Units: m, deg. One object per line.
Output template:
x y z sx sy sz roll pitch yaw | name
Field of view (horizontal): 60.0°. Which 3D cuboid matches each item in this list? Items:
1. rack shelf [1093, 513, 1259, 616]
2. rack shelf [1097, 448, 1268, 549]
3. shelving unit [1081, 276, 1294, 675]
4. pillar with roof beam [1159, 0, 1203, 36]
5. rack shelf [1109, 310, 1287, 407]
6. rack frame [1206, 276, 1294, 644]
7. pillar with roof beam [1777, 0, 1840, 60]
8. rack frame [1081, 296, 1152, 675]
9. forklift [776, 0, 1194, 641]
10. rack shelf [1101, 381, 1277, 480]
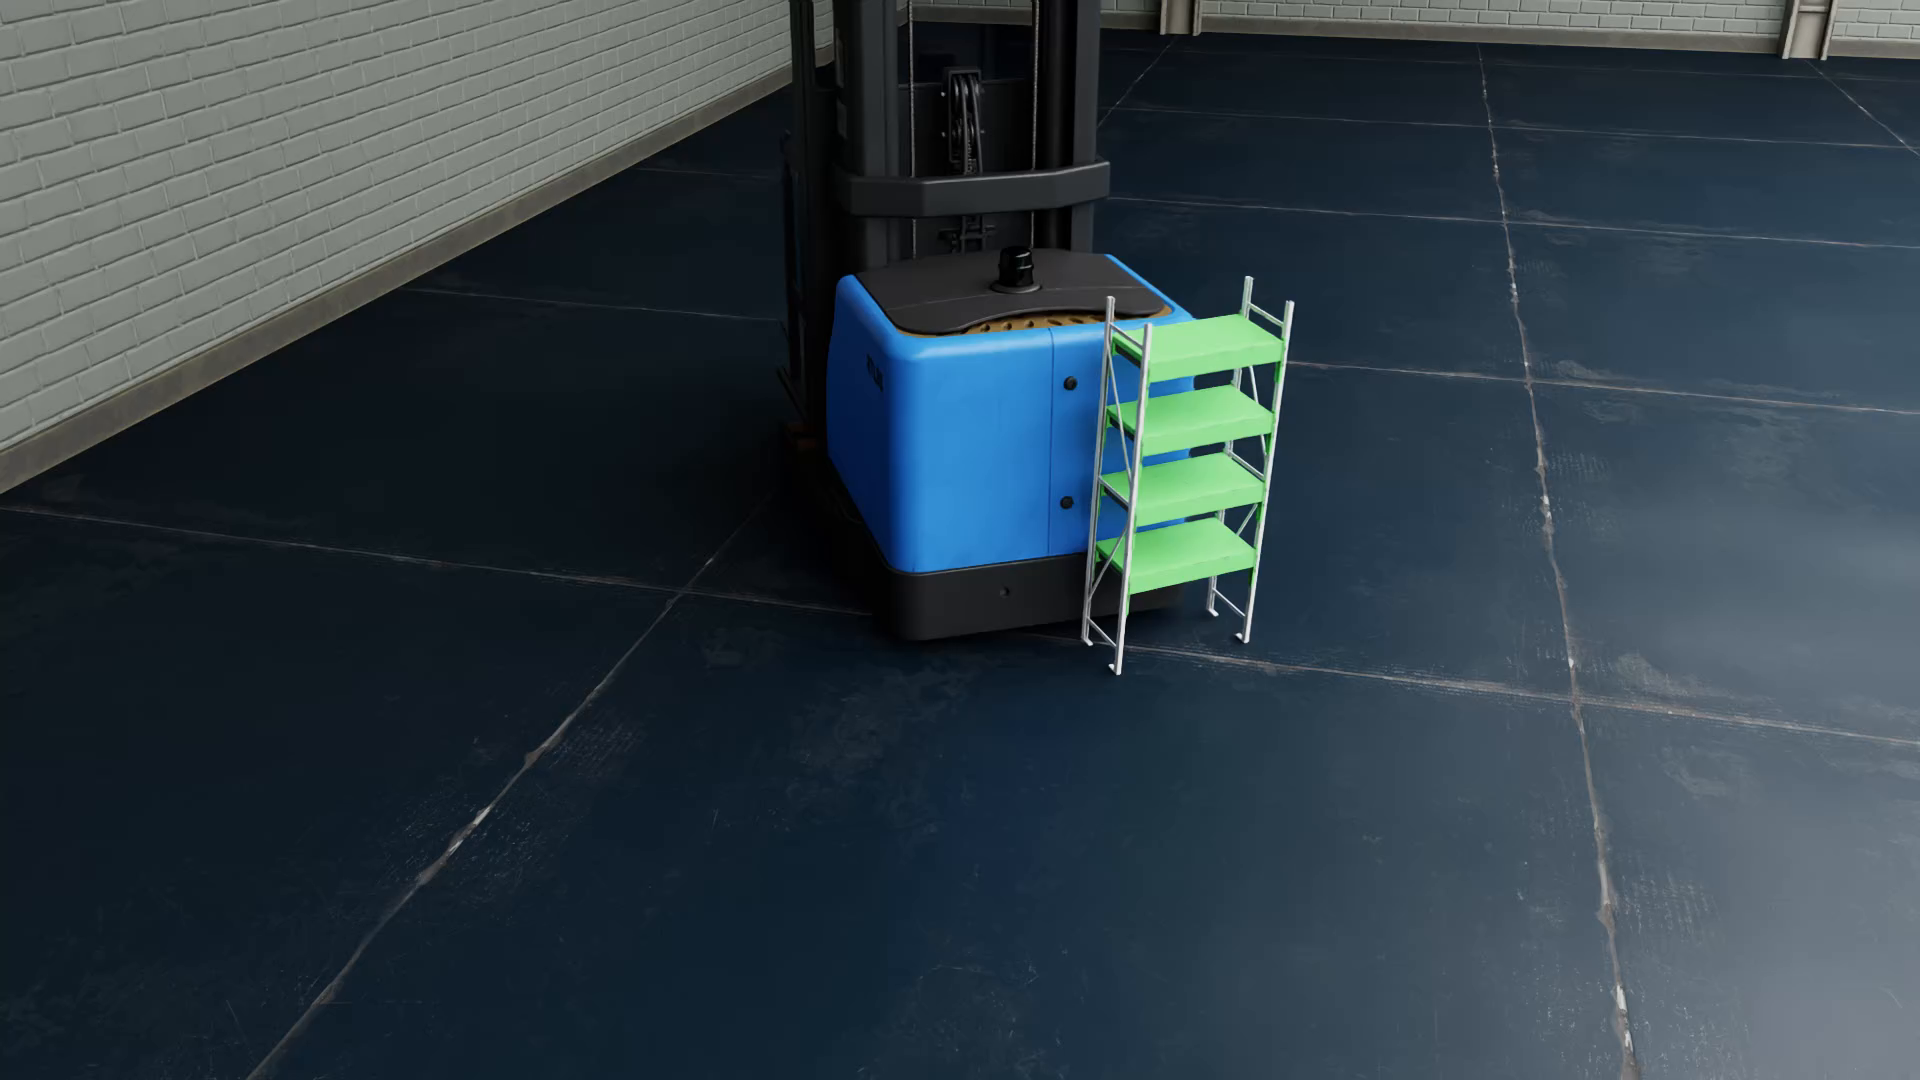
0.689 0.075 5.382 0.480 0.148 0.258 -11 32 -22 | rack shelf
0.696 -0.135 5.265 0.480 0.148 0.258 -11 32 -22 | rack shelf
0.698 -0.190 5.234 0.503 1.200 0.258 -11 32 -22 | shelving unit
1.233 -7.577 11.697 0.400 9.000 9.100 6 26 13 | pillar with roof beam
0.710 -0.554 5.032 0.480 0.148 0.258 -11 32 -22 | rack shelf
0.919 -0.235 5.327 0.015 1.200 0.240 -11 32 -22 | rack frame
7.044 -6.935 10.348 0.400 9.000 9.100 6 26 13 | pillar with roof beam
0.477 -0.146 5.141 0.015 1.200 0.240 -11 32 -22 | rack frame
-0.122 -1.608 6.217 1.130 2.935 3.031 -7 26 -14 | forklift
0.703 -0.344 5.148 0.480 0.148 0.258 -11 32 -22 | rack shelf
